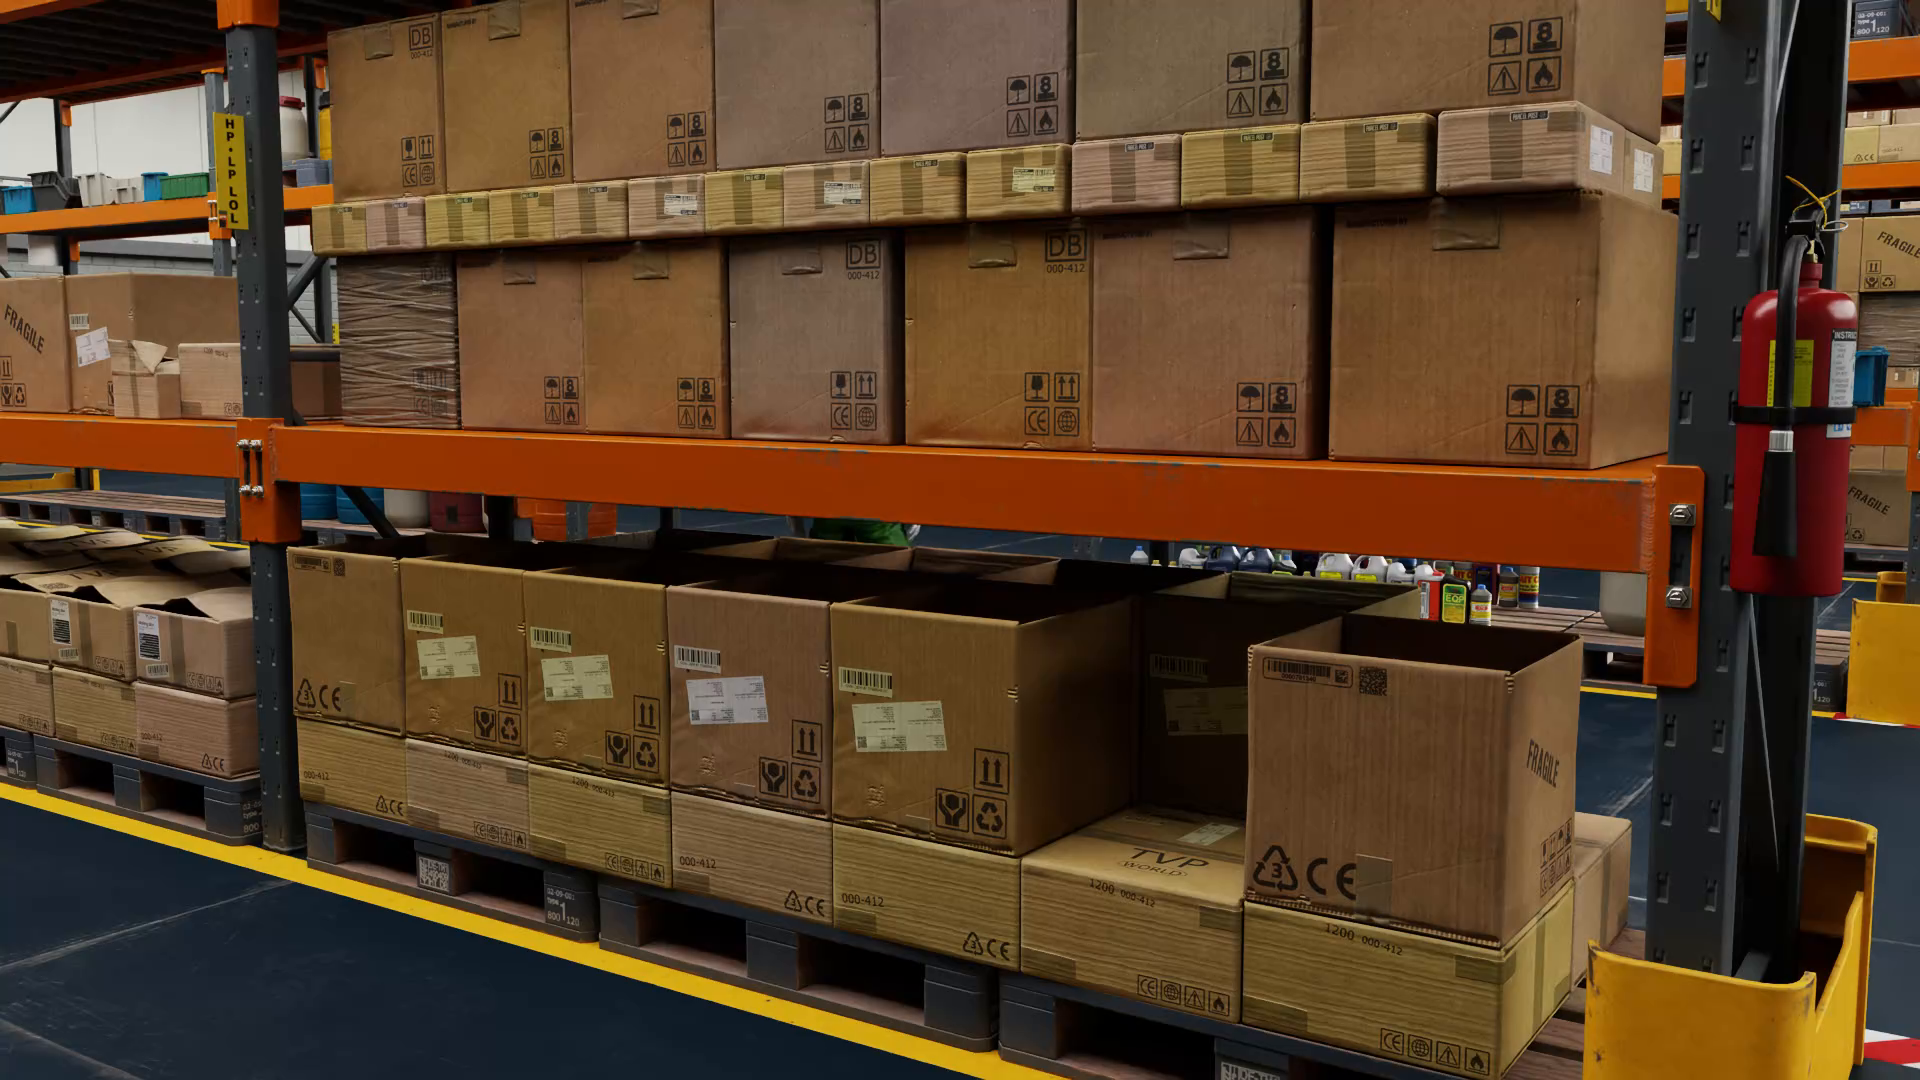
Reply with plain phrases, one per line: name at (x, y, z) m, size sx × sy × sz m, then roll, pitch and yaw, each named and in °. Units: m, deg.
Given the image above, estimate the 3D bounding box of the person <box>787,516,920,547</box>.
person at (-0.431, -0.138, 6.916) m, size 0.572 × 1.822 × 0.447 m, roll 2°, pitch 7°, yaw 19°
